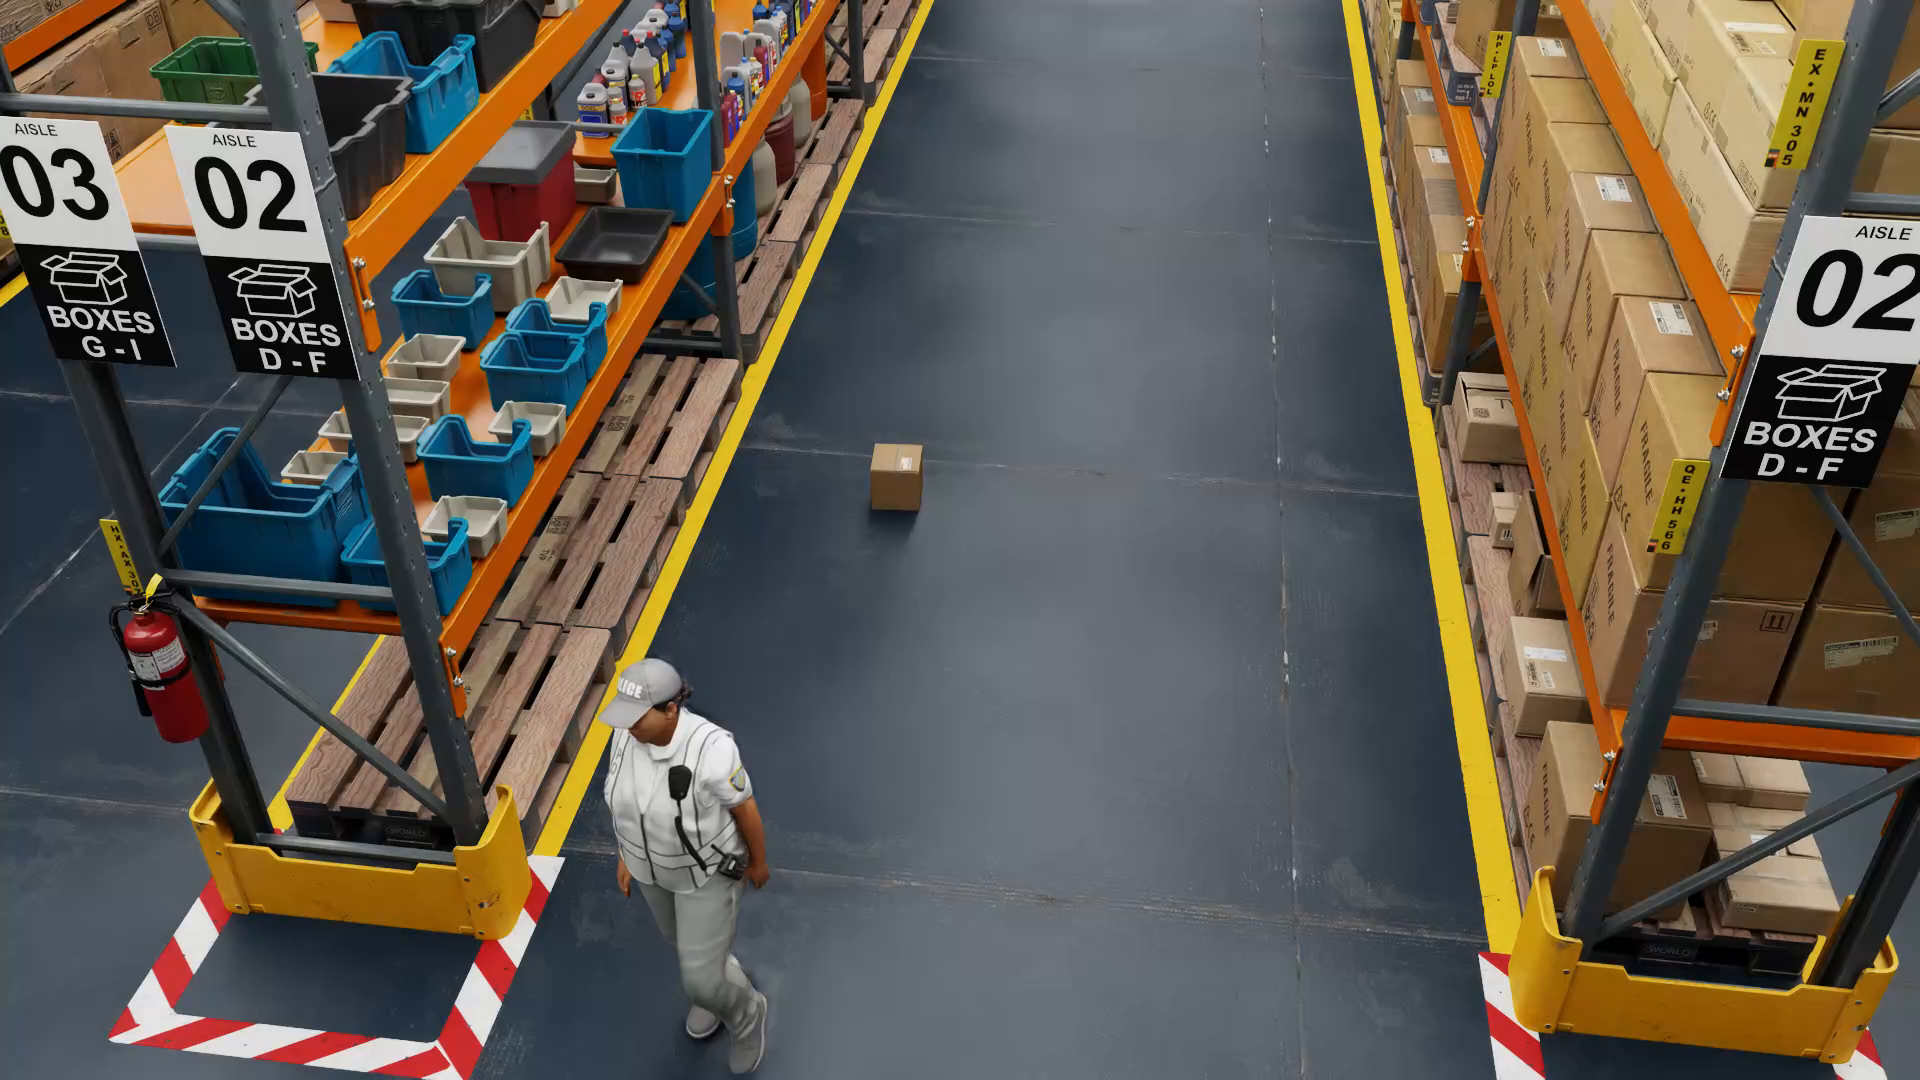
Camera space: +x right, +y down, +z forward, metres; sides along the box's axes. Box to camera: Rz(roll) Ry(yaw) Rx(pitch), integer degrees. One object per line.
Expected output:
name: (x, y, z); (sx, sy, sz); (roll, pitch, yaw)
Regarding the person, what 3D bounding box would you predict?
person: (-0.927, 1.115, 5.544); (0.524, 1.702, 0.471); (15, 39, 20)
